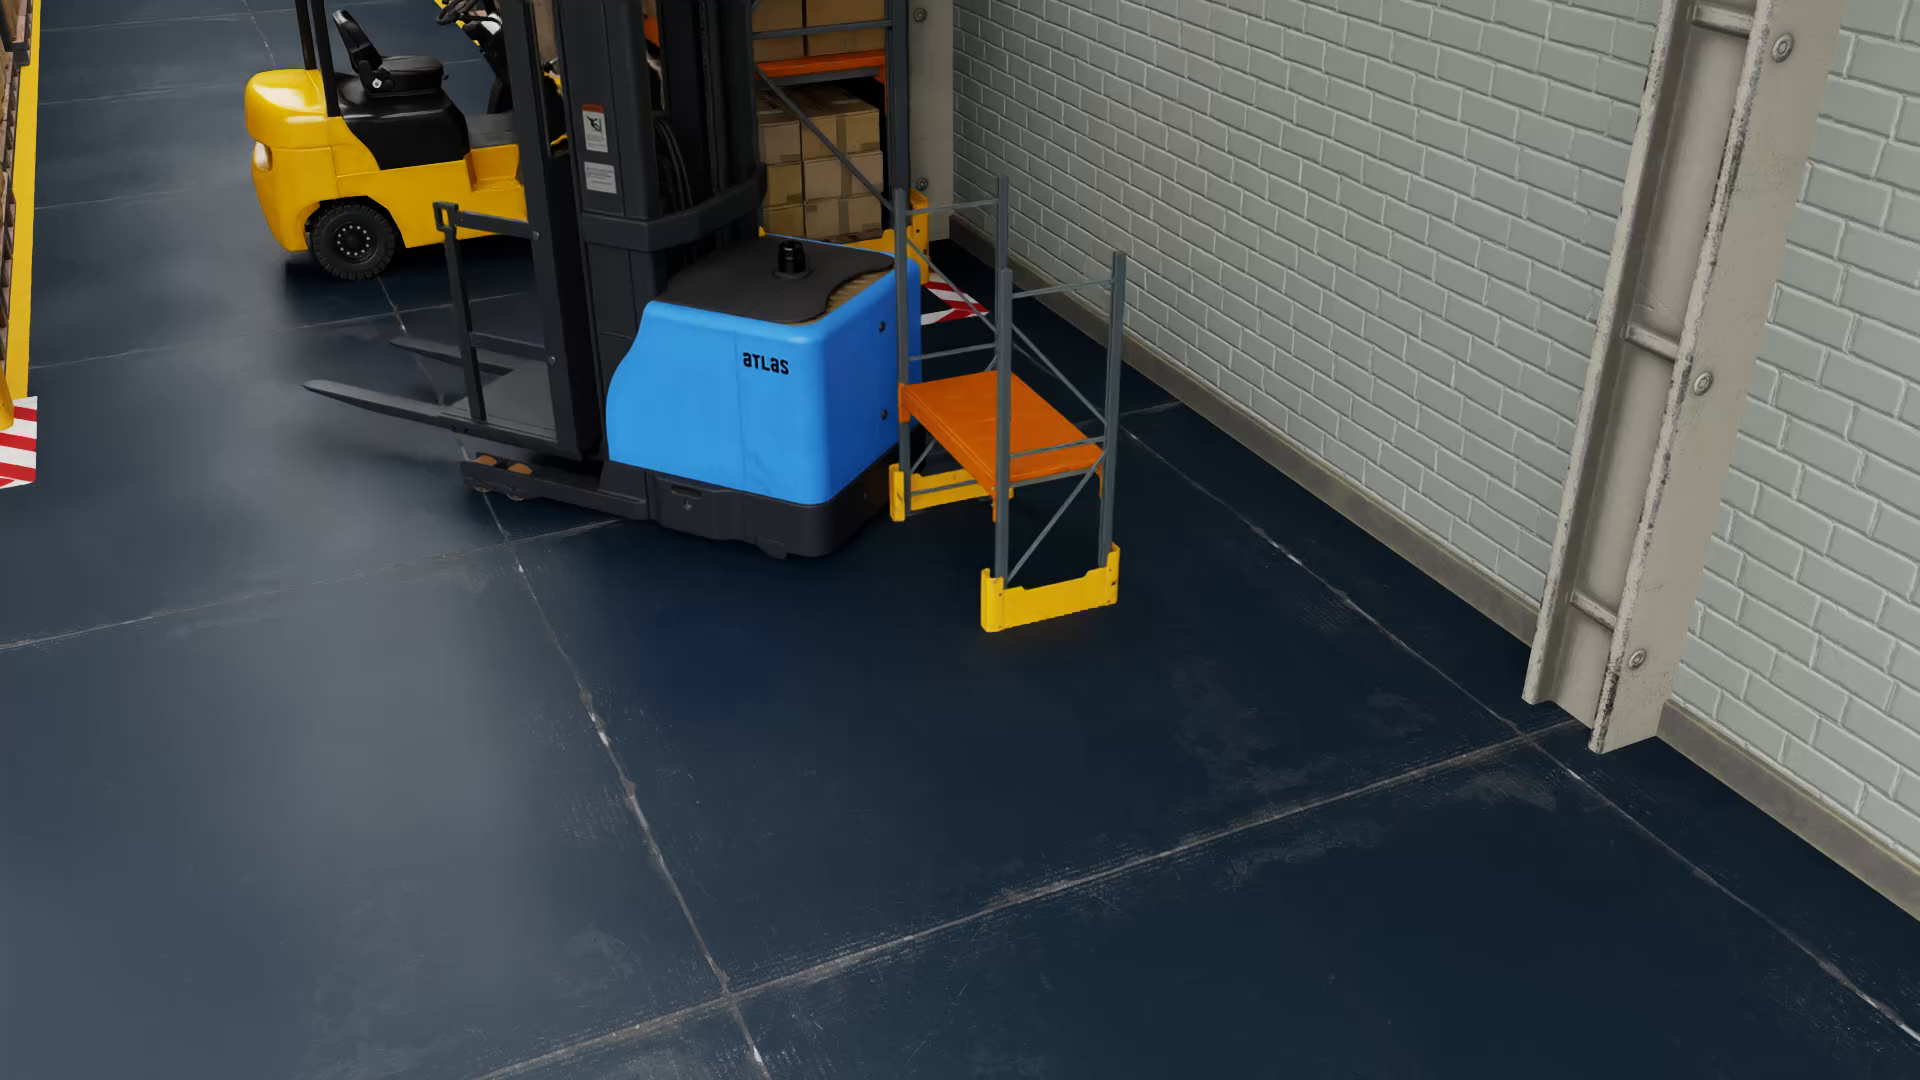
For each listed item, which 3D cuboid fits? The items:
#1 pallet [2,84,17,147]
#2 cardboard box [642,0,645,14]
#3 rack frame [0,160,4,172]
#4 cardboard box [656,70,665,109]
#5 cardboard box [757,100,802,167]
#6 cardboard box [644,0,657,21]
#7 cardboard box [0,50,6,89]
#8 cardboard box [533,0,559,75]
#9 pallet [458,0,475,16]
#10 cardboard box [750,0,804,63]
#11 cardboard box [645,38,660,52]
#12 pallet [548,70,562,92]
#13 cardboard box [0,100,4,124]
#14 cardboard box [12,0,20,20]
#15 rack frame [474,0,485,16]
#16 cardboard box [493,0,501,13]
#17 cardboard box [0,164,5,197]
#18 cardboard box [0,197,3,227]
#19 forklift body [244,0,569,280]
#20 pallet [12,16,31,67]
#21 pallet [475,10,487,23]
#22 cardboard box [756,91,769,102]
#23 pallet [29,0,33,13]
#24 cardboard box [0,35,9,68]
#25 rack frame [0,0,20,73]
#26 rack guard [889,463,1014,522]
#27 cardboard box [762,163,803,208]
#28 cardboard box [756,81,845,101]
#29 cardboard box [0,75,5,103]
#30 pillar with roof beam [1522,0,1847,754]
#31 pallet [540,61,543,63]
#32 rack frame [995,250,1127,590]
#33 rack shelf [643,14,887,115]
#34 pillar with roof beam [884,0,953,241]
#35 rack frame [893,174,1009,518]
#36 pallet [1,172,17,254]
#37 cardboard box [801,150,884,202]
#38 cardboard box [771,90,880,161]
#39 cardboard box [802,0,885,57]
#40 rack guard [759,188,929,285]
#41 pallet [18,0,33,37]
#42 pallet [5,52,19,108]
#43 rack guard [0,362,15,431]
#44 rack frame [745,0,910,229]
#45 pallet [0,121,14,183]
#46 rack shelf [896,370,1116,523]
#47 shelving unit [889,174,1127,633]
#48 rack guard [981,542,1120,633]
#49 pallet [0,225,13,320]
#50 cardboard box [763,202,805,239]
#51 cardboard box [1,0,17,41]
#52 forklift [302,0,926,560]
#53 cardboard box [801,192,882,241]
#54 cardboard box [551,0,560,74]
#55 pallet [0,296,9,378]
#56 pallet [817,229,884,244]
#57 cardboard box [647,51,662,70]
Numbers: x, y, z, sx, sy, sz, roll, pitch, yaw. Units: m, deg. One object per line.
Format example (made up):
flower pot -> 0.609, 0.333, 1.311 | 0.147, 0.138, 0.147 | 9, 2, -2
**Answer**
pallet -> -7.837, -3.211, 12.761 | 1.003, 0.211, 1.213 | -13, 32, -22
cardboard box -> -1.884, -3.704, 10.687 | 0.500, 0.500, 0.500 | -13, 32, -22
rack frame -> -6.973, -3.544, 10.504 | 1.000, 3.000, 0.127 | -13, 32, -22
cardboard box -> -1.704, -2.824, 10.579 | 0.500, 0.250, 0.500 | -13, 32, -21
cardboard box -> -1.254, -2.379, 9.786 | 0.500, 0.250, 0.500 | -12, 31, -20
cardboard box -> -1.658, -3.484, 10.295 | 0.500, 0.500, 0.500 | -14, 32, -23
cardboard box -> -8.133, -3.772, 13.168 | 0.950, 0.372, 0.625 | -14, 32, -23
cardboard box -> -3.052, -4.308, 13.864 | 0.875, 0.625, 0.625 | -13, 32, -22
pallet -> -4.496, -5.477, 16.801 | 1.003, 0.211, 1.213 | -13, 32, -22
cardboard box -> -1.223, -3.027, 9.479 | 0.500, 0.500, 0.500 | -14, 32, -23
cardboard box -> -2.133, -3.283, 11.398 | 0.500, 0.250, 0.500 | -12, 31, -20
pallet -> -2.843, -3.689, 13.613 | 1.003, 0.211, 1.213 | -13, 32, -22
cardboard box -> -7.512, -3.129, 12.021 | 0.950, 0.372, 0.625 | -11, 31, -19
cardboard box -> -9.291, -5.285, 15.351 | 0.875, 0.875, 0.875 | -13, 32, -21
rack frame -> -4.209, -6.355, 15.516 | 1.000, 3.000, 0.127 | -13, 32, -22
cardboard box -> -3.954, -5.224, 15.498 | 0.875, 0.625, 0.625 | -12, 31, -20
cardboard box -> -6.477, -2.323, 10.708 | 0.500, 0.250, 0.500 | -12, 31, -20
cardboard box -> -6.239, -2.090, 10.293 | 0.500, 0.250, 0.500 | -14, 32, -23
forklift body -> -3.236, -2.906, 10.233 | 2.313, 2.155, 1.214 | -13, 32, -22
pallet -> -8.961, -4.459, 14.986 | 1.003, 0.211, 1.213 | -13, 32, -22
pallet -> -3.891, -4.767, 15.535 | 1.003, 0.211, 1.213 | -13, 32, -22
cardboard box -> -1.479, -2.603, 10.186 | 0.500, 0.250, 0.500 | -12, 32, -21
pallet -> -10.008, -5.537, 16.908 | 1.003, 0.211, 1.213 | -13, 32, -22
cardboard box -> -8.457, -4.097, 13.746 | 0.950, 0.372, 0.625 | -15, 33, -25
rack frame -> -8.691, -5.311, 13.655 | 1.000, 3.000, 0.127 | -13, 32, -22
rack guard -> -0.034, -0.259, 7.457 | 0.587, 0.250, 0.087 | -12, 31, -20
cardboard box -> -1.266, -2.172, 9.928 | 0.500, 0.250, 0.500 | -14, 32, -23
cardboard box -> -1.028, -2.713, 10.381 | 0.500, 0.250, 0.500 | -13, 32, -22
cardboard box -> -7.813, -3.436, 12.568 | 0.950, 0.372, 0.625 | -12, 31, -20
pillar with roof beam -> -1.572, -2.380, 2.294 | 9.100, 9.000, 0.400 | -13, 32, -22
pallet -> -3.371, -4.229, 14.576 | 1.003, 0.211, 1.213 | -13, 32, -22
rack frame -> 0.371, -0.349, 6.339 | 0.500, 1.500, 0.032 | -12, 31, -20
rack shelf -> -1.633, -3.391, 10.966 | 1.077, 0.370, 4.000 | -13, 32, -22
pillar with roof beam -> -4.148, -5.031, 7.021 | 9.100, 9.000, 0.400 | -13, 32, -22
rack frame -> -0.034, -0.805, 7.152 | 0.500, 1.500, 0.032 | -12, 31, -20
pallet -> -6.653, -2.039, 10.670 | 1.003, 0.211, 1.213 | -13, 32, -22
cardboard box -> -0.789, -2.274, 10.110 | 0.500, 0.250, 0.500 | -12, 32, -21
cardboard box -> -0.810, -2.493, 9.989 | 0.500, 0.250, 0.500 | -14, 32, -23
cardboard box -> -0.737, -3.142, 9.684 | 0.500, 0.500, 0.500 | -12, 31, -20
rack guard -> -0.764, -1.720, 9.807 | 1.175, 0.500, 0.348 | -13, 32, -22
pallet -> -9.481, -4.997, 15.946 | 1.003, 0.211, 1.213 | -13, 32, -22
pallet -> -8.356, -3.749, 13.721 | 1.003, 0.211, 1.213 | -13, 32, -22
rack guard -> -5.289, -0.721, 8.024 | 1.175, 0.500, 0.348 | -13, 32, -22
rack frame -> -0.775, -2.821, 9.214 | 1.000, 3.000, 0.127 | -13, 32, -22
pallet -> -7.309, -2.672, 11.799 | 1.003, 0.211, 1.213 | -13, 32, -22
rack shelf -> 0.168, -0.420, 6.834 | 0.538, 0.185, 1.000 | -12, 31, -20
shelving unit -> 0.165, -0.581, 6.753 | 0.587, 1.500, 1.083 | -12, 31, -20
rack guard -> 0.363, 0.187, 6.660 | 0.587, 0.250, 0.087 | -12, 31, -20
pallet -> -6.125, -1.499, 9.708 | 1.003, 0.211, 1.213 | -13, 32, -22
cardboard box -> -1.262, -1.946, 10.036 | 0.500, 0.250, 0.500 | -13, 32, -22
cardboard box -> -8.912, -4.890, 14.647 | 0.875, 0.875, 0.875 | -13, 32, -22
forklift -> -1.715, -1.675, 7.240 | 3.031, 2.935, 1.130 | 13, 32, 22
cardboard box -> -0.809, -2.063, 10.244 | 0.500, 0.250, 0.500 | -13, 32, -22
cardboard box -> -2.726, -3.964, 13.250 | 0.875, 0.625, 0.625 | -12, 31, -20
pallet -> -5.606, -0.961, 8.748 | 1.003, 0.211, 1.213 | -13, 32, -22
pallet -> -1.141, -1.934, 10.483 | 1.003, 0.211, 1.213 | -13, 32, -22
cardboard box -> -1.915, -3.050, 10.981 | 0.500, 0.250, 0.500 | -14, 32, -23
